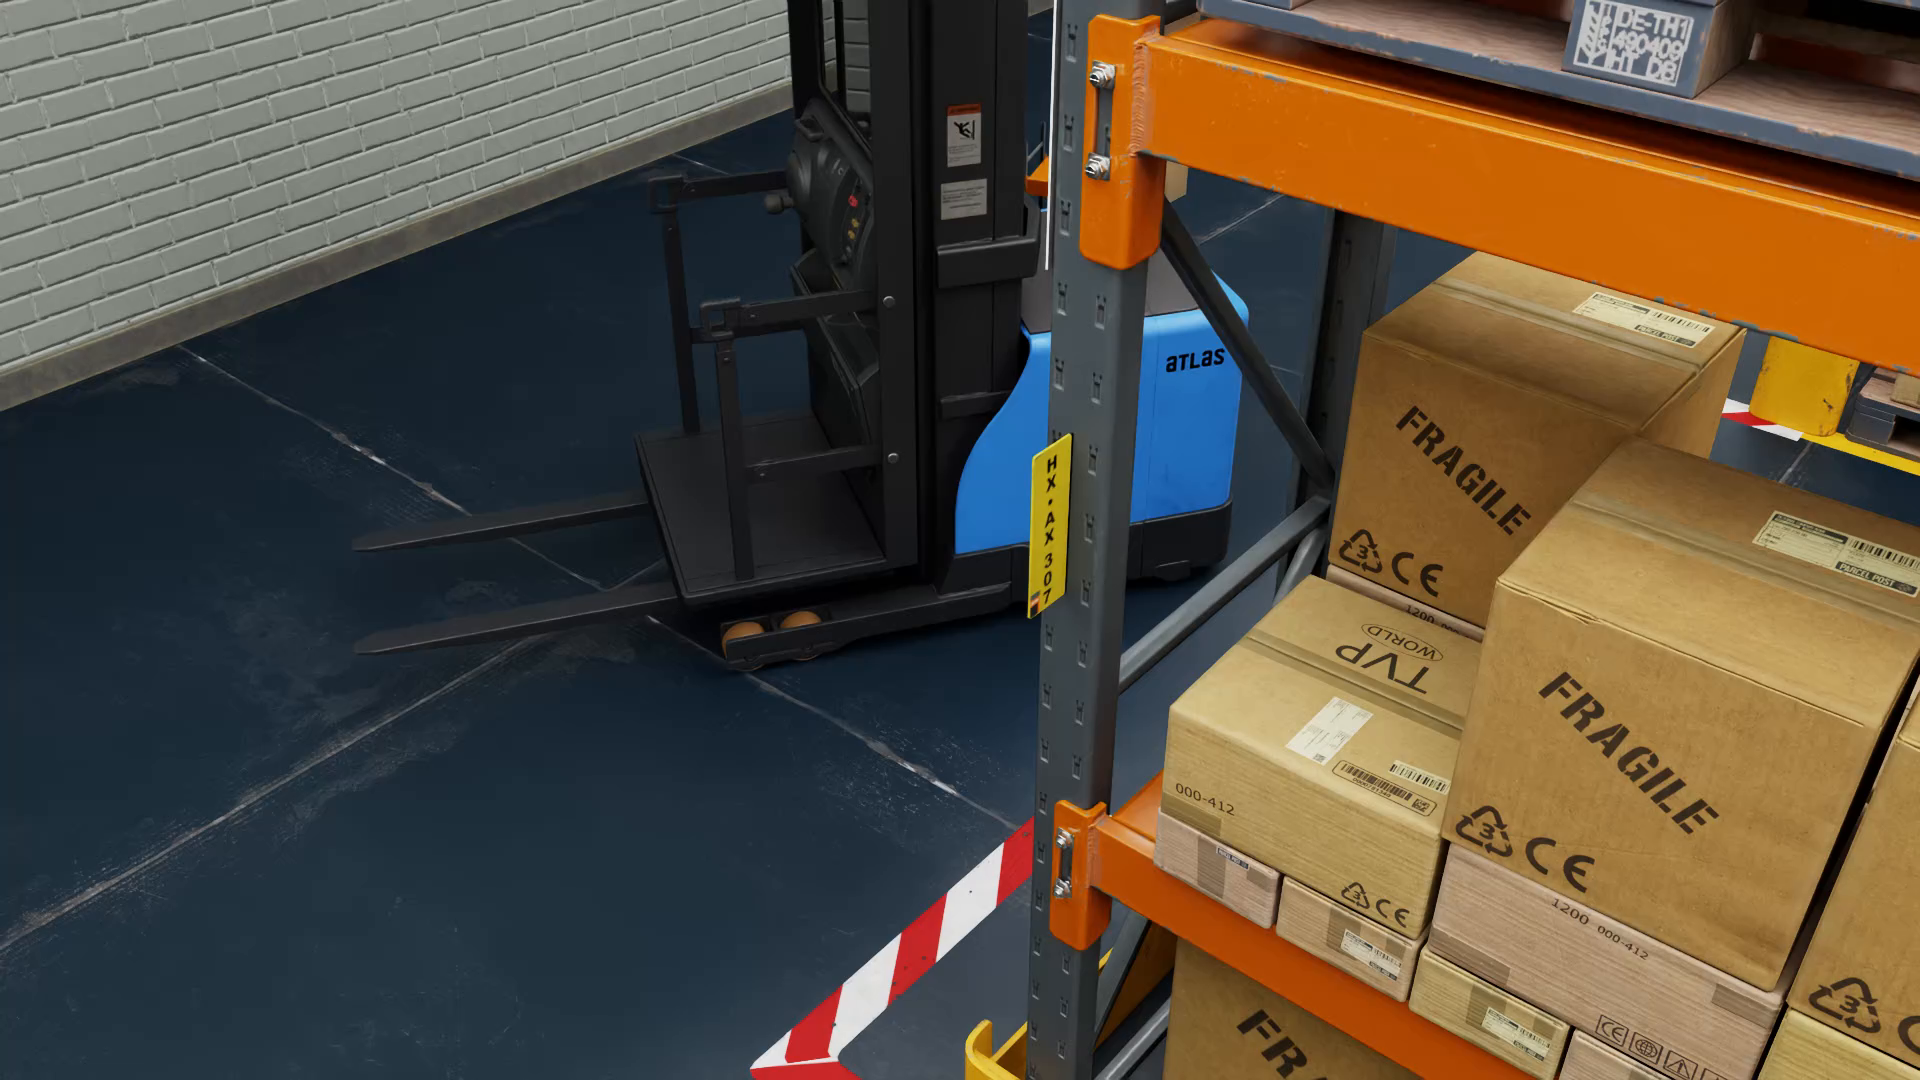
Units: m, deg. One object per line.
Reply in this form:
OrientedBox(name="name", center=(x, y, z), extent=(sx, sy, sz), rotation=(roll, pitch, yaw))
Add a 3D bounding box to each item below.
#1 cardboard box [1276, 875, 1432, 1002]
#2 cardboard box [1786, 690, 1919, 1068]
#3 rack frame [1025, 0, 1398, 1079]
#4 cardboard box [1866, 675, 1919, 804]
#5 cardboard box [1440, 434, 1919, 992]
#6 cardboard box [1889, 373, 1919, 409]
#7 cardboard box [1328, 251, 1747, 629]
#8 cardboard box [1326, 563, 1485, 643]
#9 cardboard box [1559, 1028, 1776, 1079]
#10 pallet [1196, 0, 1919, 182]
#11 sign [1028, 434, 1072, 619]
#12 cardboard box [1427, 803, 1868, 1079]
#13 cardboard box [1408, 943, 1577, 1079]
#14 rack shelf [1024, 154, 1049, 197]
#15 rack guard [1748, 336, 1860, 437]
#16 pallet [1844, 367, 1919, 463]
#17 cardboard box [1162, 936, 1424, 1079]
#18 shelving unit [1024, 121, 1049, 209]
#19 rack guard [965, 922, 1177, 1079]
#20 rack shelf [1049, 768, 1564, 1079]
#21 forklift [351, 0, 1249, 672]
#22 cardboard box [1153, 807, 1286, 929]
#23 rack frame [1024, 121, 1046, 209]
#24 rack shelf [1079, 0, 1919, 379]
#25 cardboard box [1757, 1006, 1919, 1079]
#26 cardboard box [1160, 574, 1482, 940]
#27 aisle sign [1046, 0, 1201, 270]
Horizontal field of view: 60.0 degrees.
OrientedBox(name="cardboard box", center=(0.769, 0.599, 2.951), extent=(0.250, 0.149, 0.380), rotation=(25, 41, 31))
OrientedBox(name="cardboard box", center=(1.492, 0.418, 2.199), extent=(0.500, 0.500, 0.500), rotation=(24, 41, 31))
OrientedBox(name="rack frame", center=(0.510, 0.131, 3.410), extent=(0.127, 3.000, 1.000), rotation=(25, 42, 32))
OrientedBox(name="cardboard box", center=(1.441, 0.314, 3.013), extent=(0.500, 0.250, 0.500), rotation=(24, 41, 31))
OrientedBox(name="cardboard box", center=(1.090, 0.233, 2.468), extent=(0.500, 0.500, 0.500), rotation=(24, 41, 31))
OrientedBox(name="cardboard box", center=(3.959, -0.660, 6.708), extent=(0.250, 0.149, 0.380), rotation=(26, 42, 33))
OrientedBox(name="cardboard box", center=(1.052, -0.177, 3.066), extent=(0.500, 0.500, 0.500), rotation=(26, 42, 32))
OrientedBox(name="cardboard box", center=(1.052, 0.130, 3.281), extent=(0.500, 0.250, 0.500), rotation=(25, 41, 31))
OrientedBox(name="cardboard box", center=(1.168, 0.785, 2.679), extent=(0.250, 0.149, 0.380), rotation=(25, 41, 31))
OrientedBox(name="pallet", center=(1.087, -0.805, 2.201), extent=(1.213, 0.211, 1.003), rotation=(25, 42, 32))
OrientedBox(name="sign", center=(0.150, -0.020, 2.794), extent=(0.005, 0.325, 0.100), rotation=(25, 42, 32))
OrientedBox(name="cardboard box", center=(1.110, 0.547, 2.674), extent=(0.500, 0.250, 0.500), rotation=(25, 41, 31))
OrientedBox(name="cardboard box", center=(0.966, 0.691, 2.816), extent=(0.250, 0.149, 0.380), rotation=(24, 41, 31))
OrientedBox(name="rack shelf", center=(0.517, -1.358, 6.473), extent=(0.480, 0.148, 0.258), rotation=(12, 36, 17))
OrientedBox(name="rack guard", center=(3.819, -0.933, 7.167), extent=(0.348, 0.500, 1.175), rotation=(25, 42, 32))
OrientedBox(name="pallet", center=(4.421, -0.504, 6.797), extent=(1.213, 0.211, 1.003), rotation=(25, 42, 32))
OrientedBox(name="cardboard box", center=(1.053, 1.030, 3.606), extent=(0.875, 0.875, 0.875), rotation=(25, 42, 32))
OrientedBox(name="shelving unit", center=(0.517, -1.034, 6.696), extent=(0.503, 1.200, 0.258), rotation=(12, 36, 17))
OrientedBox(name="rack guard", center=(0.491, 1.152, 4.130), extent=(0.348, 0.500, 1.175), rotation=(25, 42, 32))
OrientedBox(name="rack shelf", center=(2.047, 1.152, 2.559), extent=(4.000, 0.370, 1.077), rotation=(25, 42, 32))
OrientedBox(name="forklift", center=(-0.599, -1.101, 5.264), extent=(3.031, 2.935, 1.130), rotation=(-10, 36, -14))
OrientedBox(name="cardboard box", center=(0.571, 0.506, 3.085), extent=(0.250, 0.149, 0.380), rotation=(26, 42, 32))
OrientedBox(name="rack frame", center=(0.288, -1.082, 6.766), extent=(0.015, 1.200, 0.240), rotation=(12, 36, 17))
OrientedBox(name="rack shelf", center=(2.047, -0.085, 1.710), extent=(4.000, 0.370, 1.077), rotation=(25, 42, 32))
OrientedBox(name="cardboard box", center=(1.493, 0.730, 2.407), extent=(0.500, 0.250, 0.500), rotation=(24, 41, 30))
OrientedBox(name="cardboard box", center=(0.706, 0.361, 2.944), extent=(0.500, 0.250, 0.500), rotation=(24, 41, 31))
OrientedBox(name="aisle sign", center=(0.262, -0.837, 2.522), extent=(0.004, 0.787, 0.394), rotation=(25, 42, 32))
